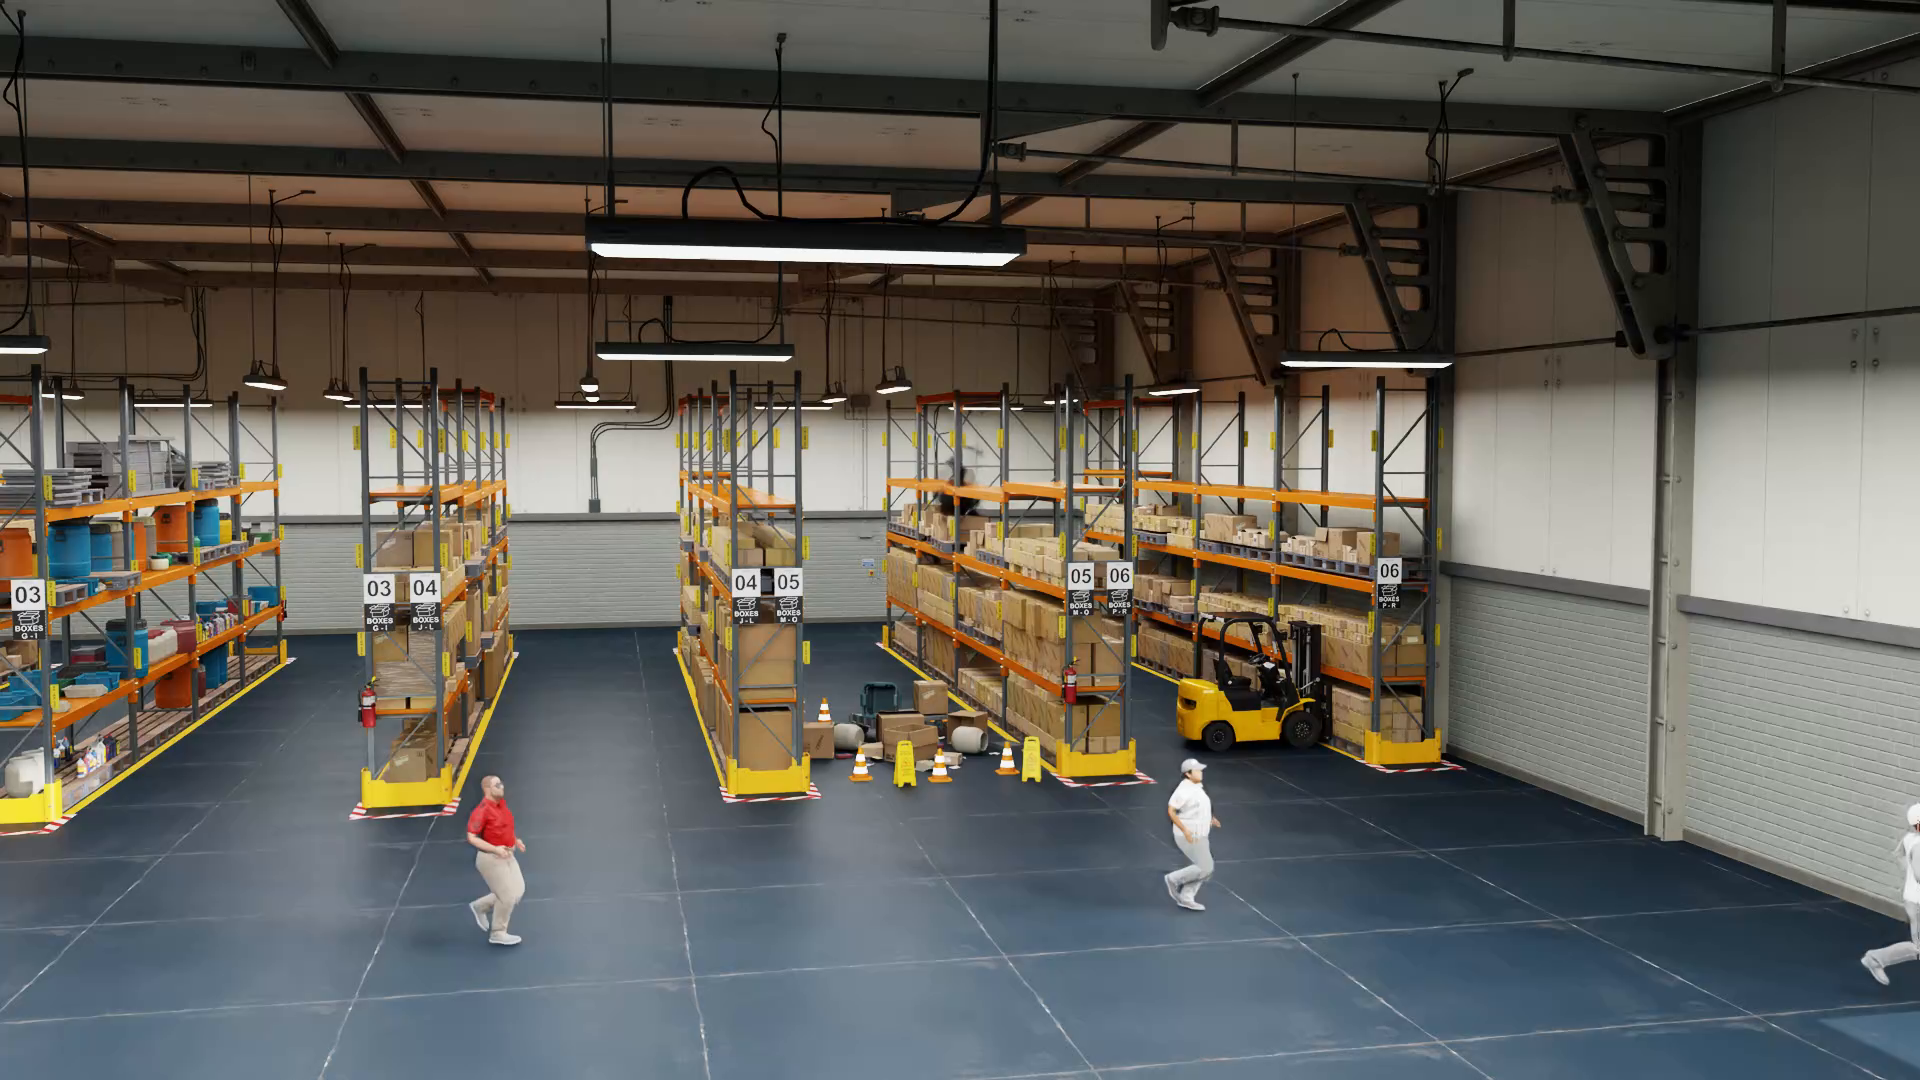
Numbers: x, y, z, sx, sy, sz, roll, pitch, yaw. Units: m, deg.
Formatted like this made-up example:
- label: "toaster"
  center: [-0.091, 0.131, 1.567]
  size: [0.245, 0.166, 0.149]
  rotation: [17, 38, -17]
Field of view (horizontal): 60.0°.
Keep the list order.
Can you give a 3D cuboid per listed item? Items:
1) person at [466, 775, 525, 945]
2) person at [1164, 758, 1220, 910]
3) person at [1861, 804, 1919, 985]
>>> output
- label: "person"
  center: [-4.641, 3.174, 16.561]
  size: [0.608, 1.672, 0.661]
  rotation: [1, 3, 13]
- label: "person"
  center: [2.490, 3.141, 17.737]
  size: [0.547, 1.624, 0.607]
  rotation: [2, 4, 25]
- label: "person"
  center: [8.590, 3.229, 14.835]
  size: [0.935, 1.770, 0.661]
  rotation: [2, 4, 30]
